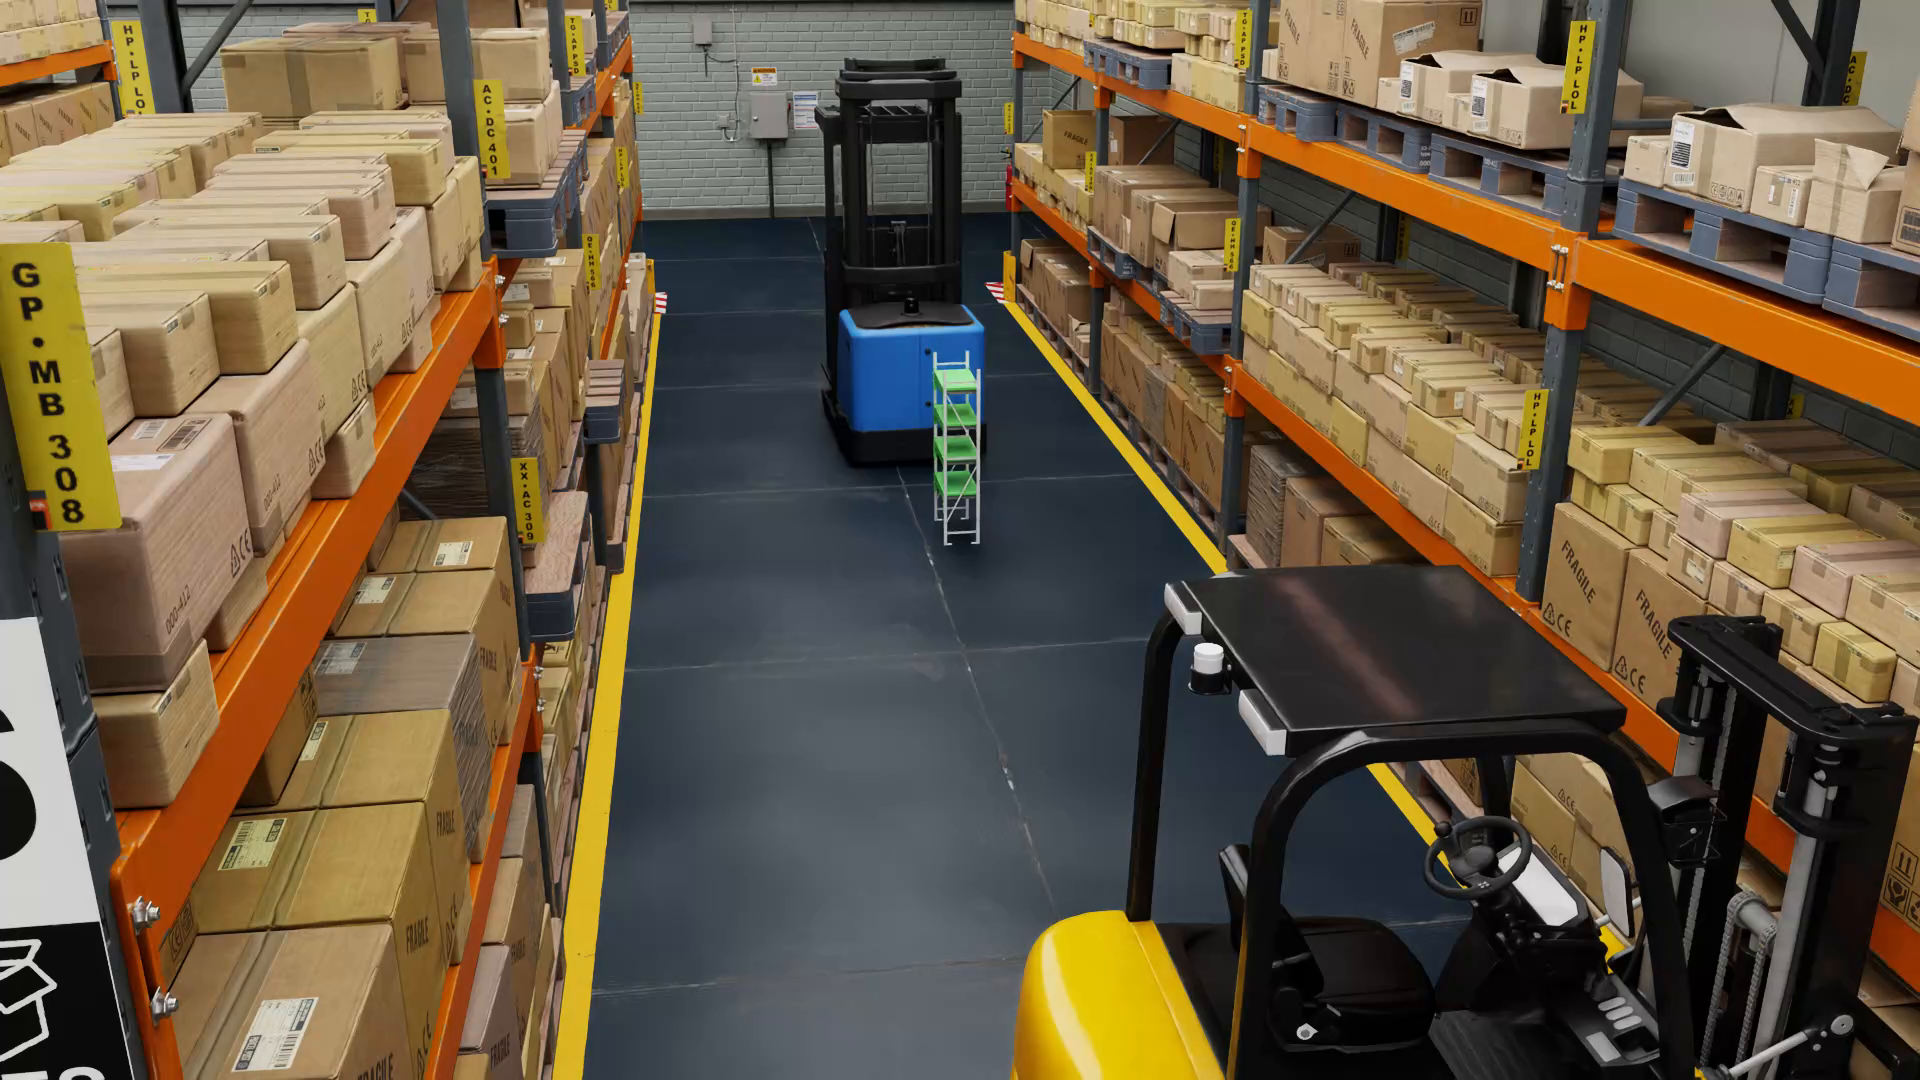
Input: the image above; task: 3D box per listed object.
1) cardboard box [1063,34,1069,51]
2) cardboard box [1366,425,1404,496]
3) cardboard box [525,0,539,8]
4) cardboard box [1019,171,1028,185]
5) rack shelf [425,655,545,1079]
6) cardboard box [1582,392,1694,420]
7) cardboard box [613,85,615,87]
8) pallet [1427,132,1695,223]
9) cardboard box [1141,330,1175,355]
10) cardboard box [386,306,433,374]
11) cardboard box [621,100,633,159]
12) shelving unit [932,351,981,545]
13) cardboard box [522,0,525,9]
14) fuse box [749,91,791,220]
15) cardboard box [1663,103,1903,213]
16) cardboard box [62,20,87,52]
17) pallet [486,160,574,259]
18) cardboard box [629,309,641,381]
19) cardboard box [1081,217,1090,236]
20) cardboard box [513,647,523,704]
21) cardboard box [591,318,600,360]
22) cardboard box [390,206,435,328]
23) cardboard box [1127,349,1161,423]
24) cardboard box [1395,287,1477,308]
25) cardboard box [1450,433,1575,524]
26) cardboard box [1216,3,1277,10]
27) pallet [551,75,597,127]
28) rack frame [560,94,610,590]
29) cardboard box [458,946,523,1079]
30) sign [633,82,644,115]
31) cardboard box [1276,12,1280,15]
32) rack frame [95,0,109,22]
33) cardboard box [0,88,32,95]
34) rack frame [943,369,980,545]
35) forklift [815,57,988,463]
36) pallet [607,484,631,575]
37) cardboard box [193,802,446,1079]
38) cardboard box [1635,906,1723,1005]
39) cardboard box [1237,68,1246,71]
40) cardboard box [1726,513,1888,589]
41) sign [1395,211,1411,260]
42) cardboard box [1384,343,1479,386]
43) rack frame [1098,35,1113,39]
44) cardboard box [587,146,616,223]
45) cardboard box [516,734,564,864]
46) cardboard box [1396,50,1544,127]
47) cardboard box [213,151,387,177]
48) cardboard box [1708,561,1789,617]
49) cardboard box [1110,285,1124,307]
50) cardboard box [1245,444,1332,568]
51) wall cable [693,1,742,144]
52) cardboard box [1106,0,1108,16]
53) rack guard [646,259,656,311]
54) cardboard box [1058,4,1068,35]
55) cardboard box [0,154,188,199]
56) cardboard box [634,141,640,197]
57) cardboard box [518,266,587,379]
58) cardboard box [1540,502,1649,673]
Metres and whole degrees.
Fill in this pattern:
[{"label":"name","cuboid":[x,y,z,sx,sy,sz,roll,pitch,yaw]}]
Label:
[{"label":"cardboard box","cuboid":[1.150,-4.571,15.238,0.380,0.149,0.250,-3,21,-7]},{"label":"cardboard box","cuboid":[2.342,-0.397,8.207,0.500,0.250,0.500,-3,21,-7]},{"label":"cardboard box","cuboid":[-3.498,-4.640,14.173,0.797,0.503,0.637,-1,21,-4]},{"label":"cardboard box","cuboid":[0.839,-3.868,17.645,0.380,0.149,0.250,-3,21,-8]},{"label":"rack shelf","cuboid":[-1.830,1.322,4.417,1.077,0.370,4.000,-3,21,-8]},{"label":"cardboard box","cuboid":[2.968,-0.538,7.299,0.380,0.149,0.250,-4,21,-10]},{"label":"cardboard box","cuboid":[-3.454,-4.212,15.707,0.380,0.149,0.250,-3,21,-8]},{"label":"pallet","cuboid":[2.653,-1.579,7.144,0.805,0.209,1.217,-4,21,-10]},{"label":"cardboard box","cuboid":[1.645,-1.558,13.146,0.380,0.149,0.250,-3,21,-8]},{"label":"cardboard box","cuboid":[-1.637,-0.544,4.457,0.380,0.149,0.250,-2,21,-6]},{"label":"cardboard box","cuboid":[-3.371,-3.872,15.723,0.500,0.500,0.500,-3,21,-8]},{"label":"shelving unit","cuboid":[-0.024,-0.619,11.160,0.258,1.200,0.503,-3,21,-8]},{"label":"cardboard box","cuboid":[-3.431,-3.806,12.090,0.500,0.500,0.500,-3,21,-9]},{"label":"fuse box","cuboid":[-2.584,-5.265,22.867,0.539,1.711,0.414,-3,21,-8]},{"label":"cardboard box","cuboid":[2.672,-1.266,5.415,0.500,0.311,0.500,-2,21,-7]},{"label":"cardboard box","cuboid":[-8.324,-4.592,15.151,0.500,0.250,0.500,-3,21,-8]},{"label":"pallet","cuboid":[-2.102,-1.244,6.240,1.213,0.211,1.003,-3,21,-8]},{"label":"cardboard box","cuboid":[-3.256,-1.696,14.533,0.875,0.438,0.875,-3,21,-9]},{"label":"cardboard box","cuboid":[1.285,-2.798,14.779,0.380,0.149,0.250,-2,21,-6]},{"label":"cardboard box","cuboid":[-1.770,0.506,5.933,0.380,0.149,0.250,-3,21,-8]},{"label":"cardboard box","cuboid":[-2.516,-1.204,10.367,0.500,0.250,0.500,-3,21,-9]},{"label":"cardboard box","cuboid":[-1.655,-0.690,4.279,0.500,0.250,0.500,-3,21,-9]},{"label":"cardboard box","cuboid":[1.641,-1.219,13.165,0.500,0.500,0.500,-4,21,-9]},{"label":"cardboard box","cuboid":[2.693,-1.333,9.428,0.380,0.149,0.250,-3,21,-9]},{"label":"cardboard box","cuboid":[2.469,-0.280,7.179,0.500,0.250,0.500,-3,21,-9]},{"label":"cardboard box","cuboid":[2.047,-3.769,11.924,0.380,0.149,0.250,-2,21,-6]},{"label":"pallet","cuboid":[-2.840,-2.629,9.951,1.213,0.211,1.003,-2,21,-5]},{"label":"rack frame","cuboid":[-2.695,-1.092,9.853,1.000,3.000,0.127,-3,21,-8]},{"label":"cardboard box","cuboid":[-1.618,1.577,4.966,0.500,0.500,0.500,-2,21,-5]},{"label":"sign","cuboid":[-3.309,-4.538,17.086,0.100,0.325,0.005,-3,21,-8]},{"label":"cardboard box","cuboid":[2.306,-3.411,10.995,0.380,0.149,0.250,-2,21,-6]},{"label":"rack frame","cuboid":[-8.732,-6.388,15.458,1.000,3.000,0.127,-3,21,-8]},{"label":"cardboard box","cuboid":[-8.851,-3.889,15.344,0.500,0.500,0.500,-2,21,-6]},{"label":"rack frame","cuboid":[0.011,-0.535,10.933,0.240,1.200,0.015,-3,21,-8]},{"label":"forklift","cuboid":[-0.566,-2.432,13.540,1.130,2.935,3.031,-4,21,-10]},{"label":"pallet","cuboid":[-2.734,-0.063,11.082,1.003,0.211,1.213,-3,21,-8]},{"label":"cardboard box","cuboid":[-1.488,0.958,3.796,0.500,0.500,0.500,-3,21,-9]},{"label":"cardboard box","cuboid":[2.693,1.430,5.715,0.500,0.250,0.500,-3,21,-8]},{"label":"cardboard box","cuboid":[1.927,-2.976,10.255,0.380,0.149,0.250,-2,21,-7]},{"label":"cardboard box","cuboid":[2.718,0.033,5.346,0.380,0.149,0.250,-3,21,-9]},{"label":"sign","cuboid":[2.765,-1.915,10.403,0.100,0.325,0.005,-3,21,-8]},{"label":"cardboard box","cuboid":[2.311,-0.858,8.155,0.380,0.149,0.250,-3,21,-7]},{"label":"rack frame","cuboid":[1.640,-5.539,13.186,1.000,3.000,0.127,-3,21,-8]},{"label":"cardboard box","cuboid":[-2.877,-2.672,12.510,0.500,0.500,0.500,-3,21,-7]},{"label":"cardboard box","cuboid":[-2.196,1.145,7.018,0.950,0.372,0.625,-3,21,-7]},{"label":"cardboard box","cuboid":[2.337,-2.070,7.569,0.500,0.311,0.500,-4,21,-10]},{"label":"cardboard box","cuboid":[-1.691,-0.910,4.297,0.380,0.149,0.250,-3,21,-9]},{"label":"cardboard box","cuboid":[2.681,0.172,5.398,0.380,0.149,0.250,-3,21,-8]},{"label":"cardboard box","cuboid":[1.488,-2.063,14.073,0.380,0.149,0.250,-3,21,-9]},{"label":"cardboard box","cuboid":[2.293,-0.212,10.289,0.875,0.625,0.625,-2,21,-6]},{"label":"wall cable","cuboid":[-3.282,-6.365,22.518,0.588,1.984,0.122,-3,21,-8]},{"label":"cardboard box","cuboid":[1.358,-4.185,13.038,0.380,0.149,0.250,-3,21,-7]},{"label":"rack guard","cuboid":[-3.852,-2.699,17.729,1.175,0.500,0.348,-3,21,-8]},{"label":"cardboard box","cuboid":[1.175,-4.715,15.055,0.500,0.250,0.500,-2,21,-7]},{"label":"cardboard box","cuboid":[-2.203,-0.887,4.236,0.380,0.149,0.250,-4,21,-10]},{"label":"cardboard box","cuboid":[-3.517,-3.755,16.841,0.500,0.500,0.500,-3,21,-7]},{"label":"cardboard box","cuboid":[-2.269,-1.153,8.849,0.500,0.500,0.500,-3,21,-9]},{"label":"cardboard box","cuboid":[2.599,0.161,6.355,0.500,0.500,0.500,-3,21,-9]}]
